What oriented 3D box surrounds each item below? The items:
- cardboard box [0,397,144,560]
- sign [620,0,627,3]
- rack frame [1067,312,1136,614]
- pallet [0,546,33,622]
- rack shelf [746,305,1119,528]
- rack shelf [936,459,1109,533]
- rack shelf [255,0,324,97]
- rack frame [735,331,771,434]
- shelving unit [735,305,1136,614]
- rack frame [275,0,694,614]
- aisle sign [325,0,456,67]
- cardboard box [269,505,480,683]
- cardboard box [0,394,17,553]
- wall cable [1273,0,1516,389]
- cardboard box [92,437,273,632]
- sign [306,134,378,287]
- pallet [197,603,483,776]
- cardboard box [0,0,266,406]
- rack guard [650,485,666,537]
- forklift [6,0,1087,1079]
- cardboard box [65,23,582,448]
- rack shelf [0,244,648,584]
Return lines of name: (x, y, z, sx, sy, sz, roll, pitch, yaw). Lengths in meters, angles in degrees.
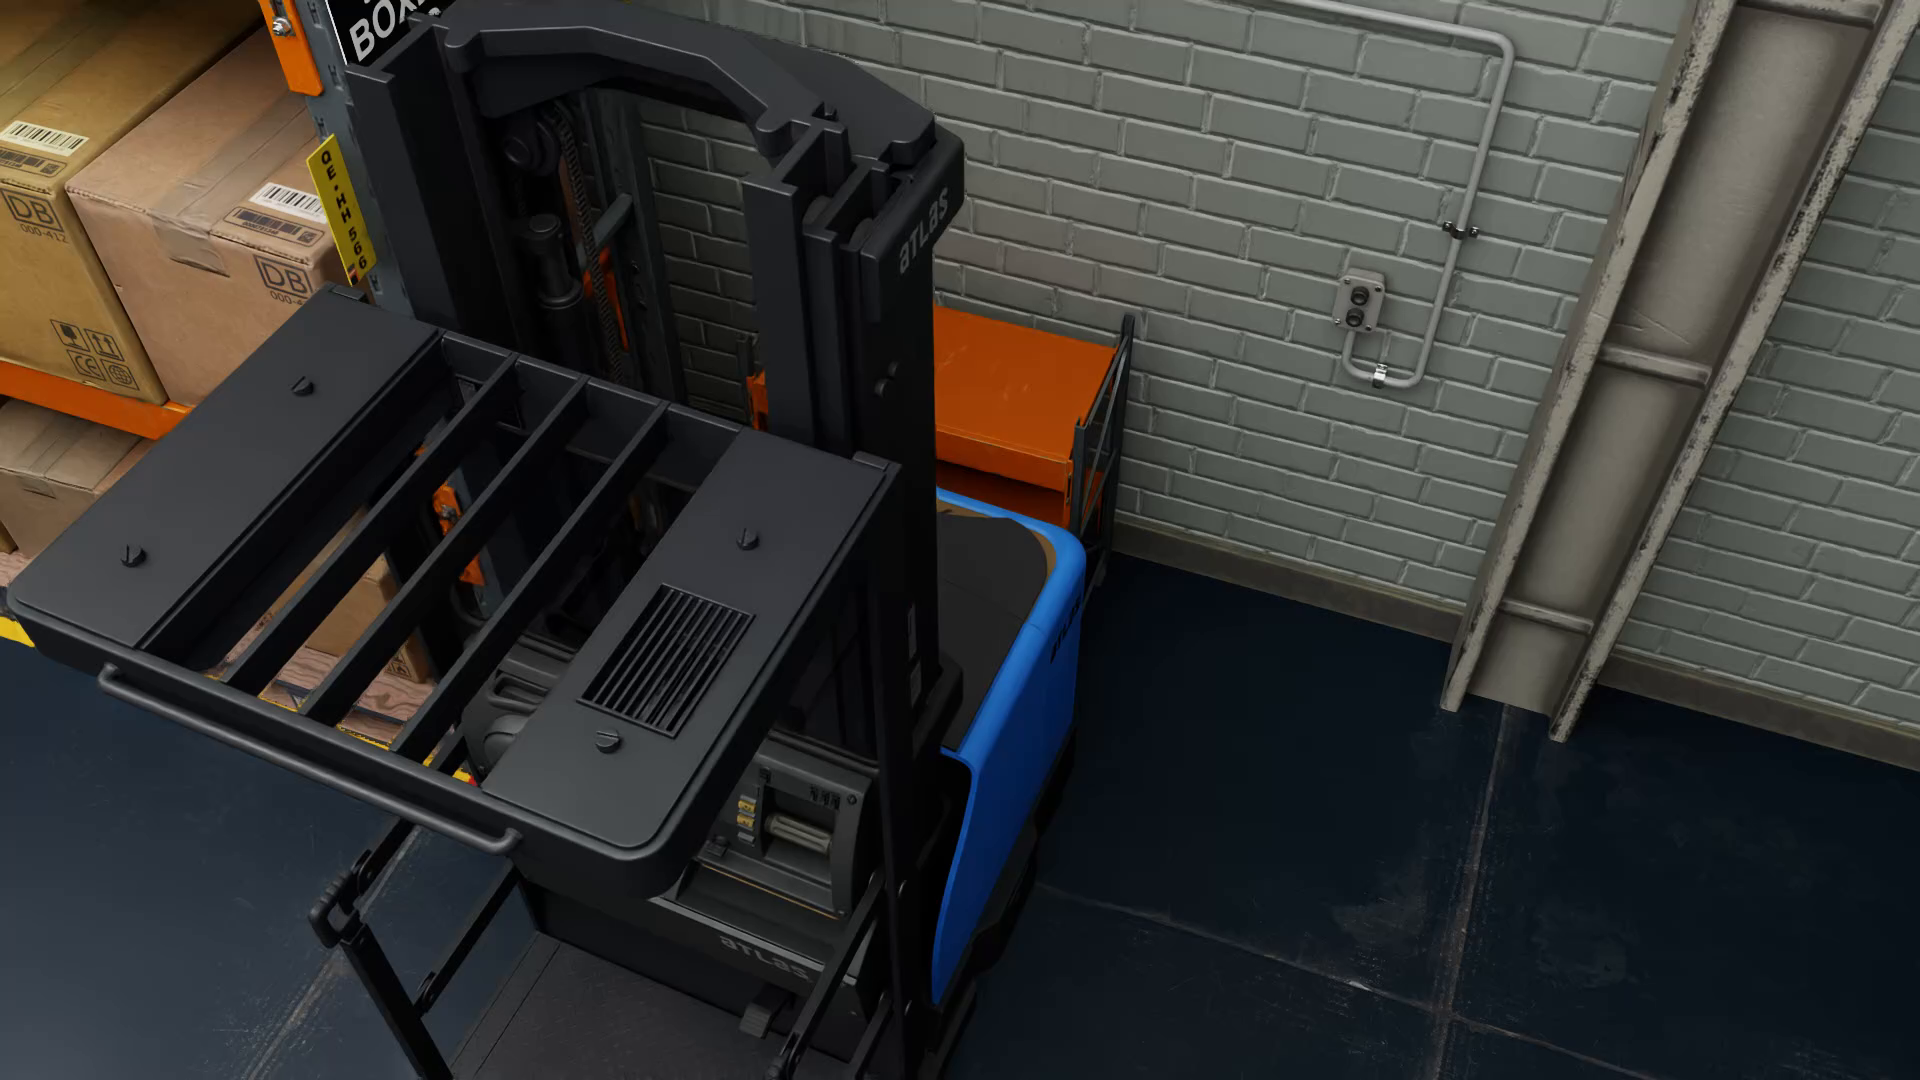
cardboard box: (-2.701, -0.294, 5.396, 0.500, 0.500, 0.700, 14, 51, 12)
sign: (-0.871, -1.302, 4.268, 0.005, 0.325, 0.100, 16, 51, 13)
rack frame: (0.411, -0.113, 5.104, 0.032, 1.125, 0.500, 15, 51, 13)
pallet: (-2.986, -0.162, 5.751, 1.213, 0.211, 1.003, 16, 51, 13)
rack shelf: (-0.067, -0.436, 4.996, 1.000, 0.278, 0.538, 15, 51, 13)
rack shelf: (-0.067, -0.084, 5.402, 1.000, 0.278, 0.538, 15, 51, 13)
rack shelf: (-2.945, -1.871, 3.878, 4.000, 0.370, 1.077, 16, 51, 13)
rack frame: (-0.545, -0.376, 5.331, 0.032, 1.125, 0.500, 15, 51, 13)
shelving unit: (-0.067, -0.245, 5.217, 1.048, 1.125, 0.538, 15, 51, 13)
rack frame: (-1.069, -0.601, 4.286, 0.127, 3.000, 1.000, 16, 51, 13)
aisle sign: (-1.105, -1.221, 3.103, 0.004, 0.787, 0.394, 16, 51, 13)
cardboard box: (-1.760, -0.032, 5.169, 0.500, 0.500, 0.700, 16, 51, 13)
cardboard box: (-3.204, -0.429, 5.513, 0.500, 0.500, 0.700, 17, 51, 14)
wall cable: (0.460, -1.269, 4.192, 1.851, 1.984, 0.084, 16, 51, 13)
cardboard box: (-2.229, -0.163, 5.283, 0.500, 0.500, 0.700, 15, 51, 13)
sign: (-1.270, -0.677, 3.428, 0.005, 0.325, 0.100, 16, 51, 13)
pallet: (-1.846, 0.159, 5.473, 1.213, 0.211, 1.003, 16, 51, 13)
cardboard box: (-2.237, -1.008, 4.440, 0.700, 0.700, 0.980, 15, 51, 13)
rack guard: (-1.046, 0.224, 5.225, 0.348, 0.500, 1.175, 16, 51, 13)
forklift: (-0.707, 0.605, 3.286, 1.130, 2.935, 3.031, 18, 52, 15)
cardboard box: (-1.550, -0.826, 4.282, 0.700, 0.700, 0.980, 18, 51, 15)
rack shelf: (-2.945, -0.889, 5.012, 4.000, 0.370, 1.077, 16, 51, 13)
